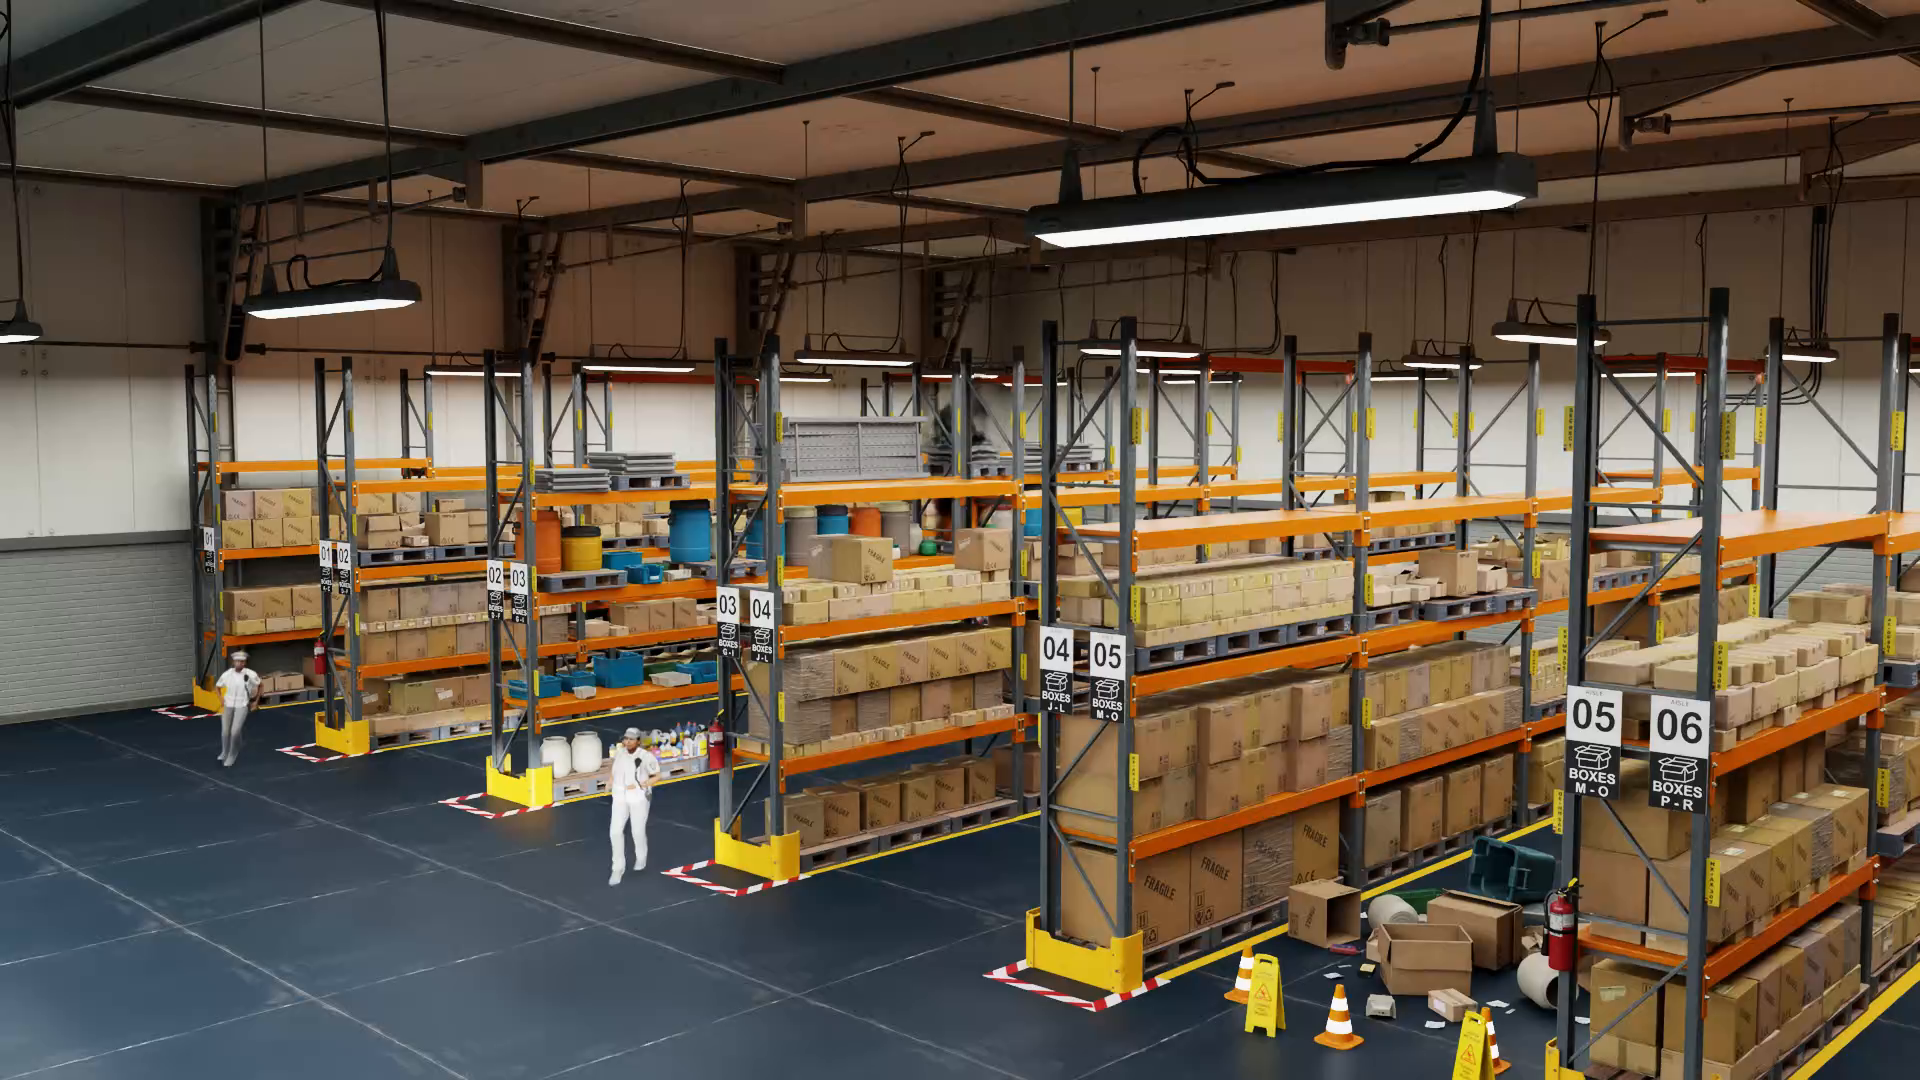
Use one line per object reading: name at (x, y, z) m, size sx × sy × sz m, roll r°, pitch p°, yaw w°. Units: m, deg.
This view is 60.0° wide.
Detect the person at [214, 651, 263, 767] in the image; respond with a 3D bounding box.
person at (-10.631, 2.473, 24.461) m, size 0.654 × 1.692 × 0.659 m, roll -1°, pitch 4°, yaw -11°

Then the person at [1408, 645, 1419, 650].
person at (6.709, 2.453, 24.698) m, size 0.709 × 1.654 × 0.638 m, roll 2°, pitch 5°, yaw 30°

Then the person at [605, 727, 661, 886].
person at (-3.617, 2.938, 18.462) m, size 0.637 × 1.720 × 0.732 m, roll 1°, pitch 4°, yaw 13°
